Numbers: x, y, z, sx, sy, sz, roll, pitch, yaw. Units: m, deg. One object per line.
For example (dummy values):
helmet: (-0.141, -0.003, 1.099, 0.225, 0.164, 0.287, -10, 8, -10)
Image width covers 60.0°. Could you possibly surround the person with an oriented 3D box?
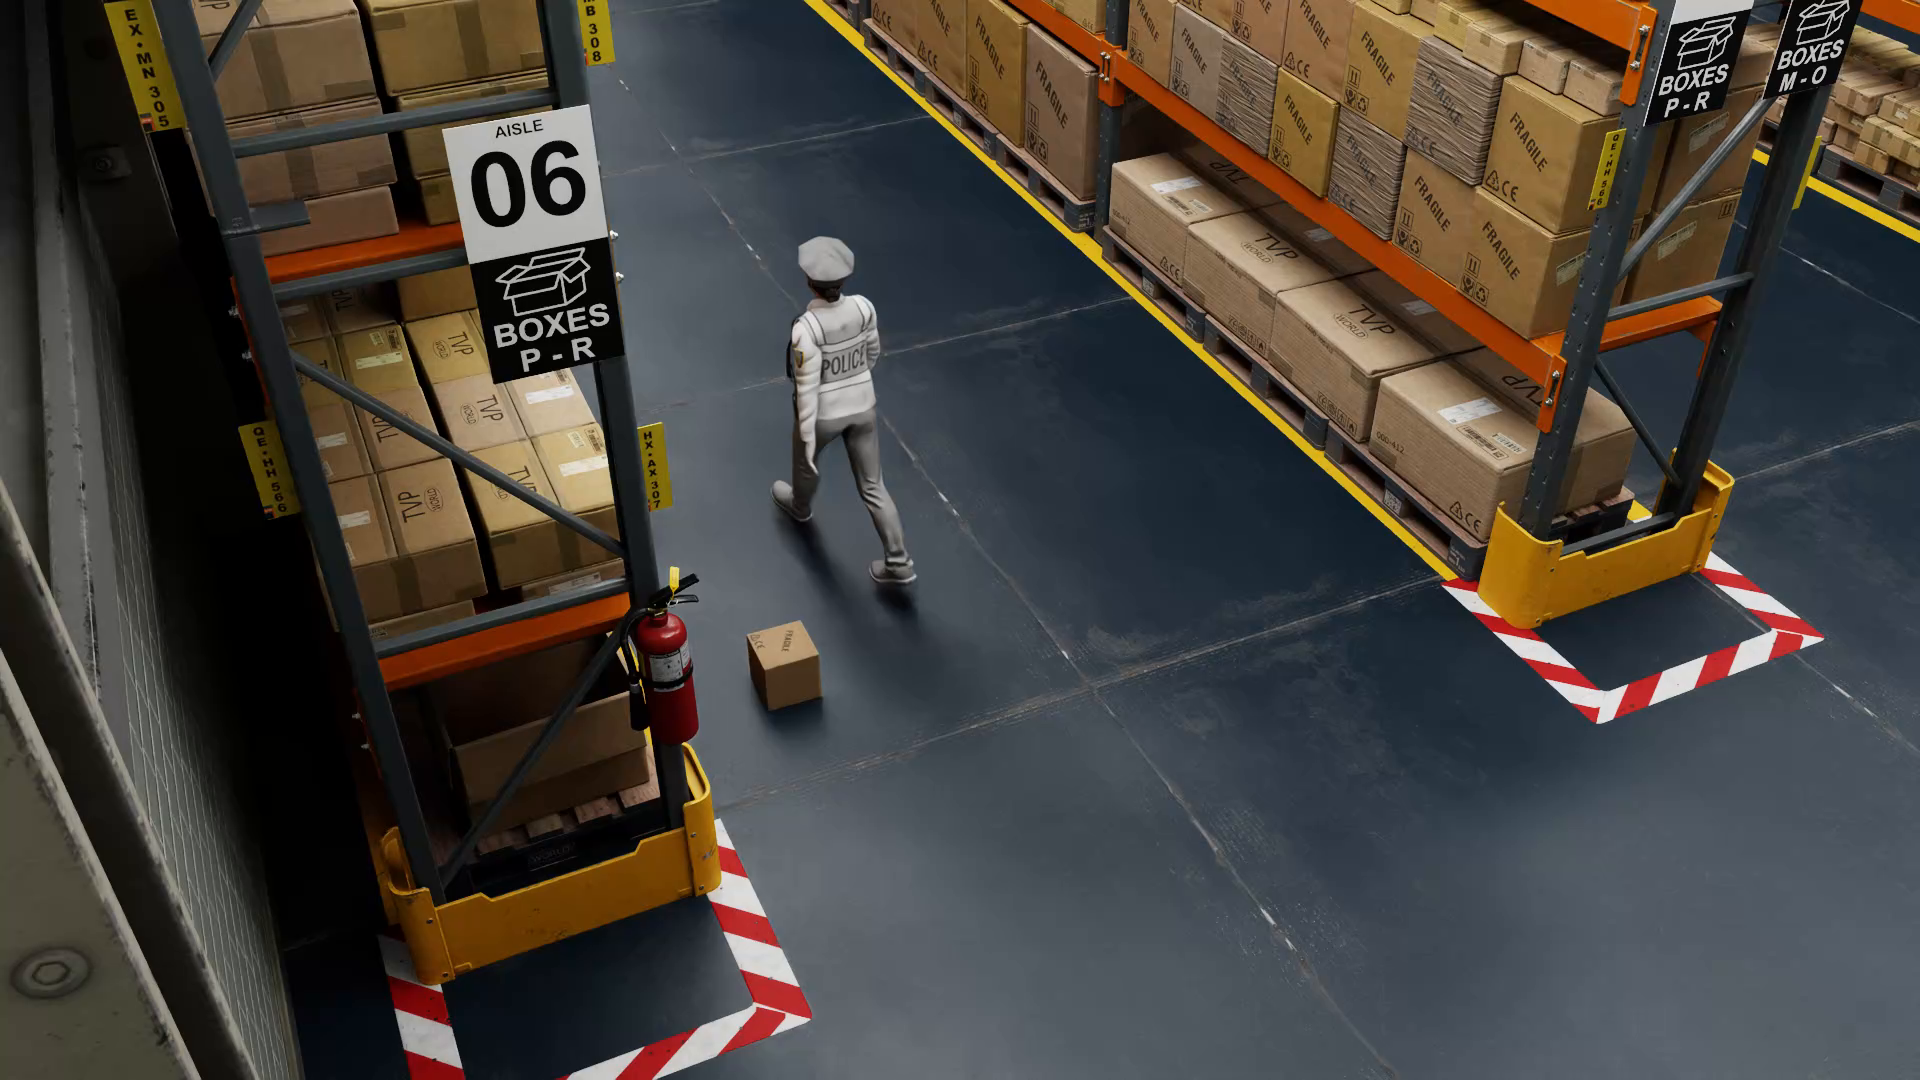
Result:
person: (-0.559, -0.612, 7.653, 0.523, 1.619, 1.085, -18, 41, -22)
